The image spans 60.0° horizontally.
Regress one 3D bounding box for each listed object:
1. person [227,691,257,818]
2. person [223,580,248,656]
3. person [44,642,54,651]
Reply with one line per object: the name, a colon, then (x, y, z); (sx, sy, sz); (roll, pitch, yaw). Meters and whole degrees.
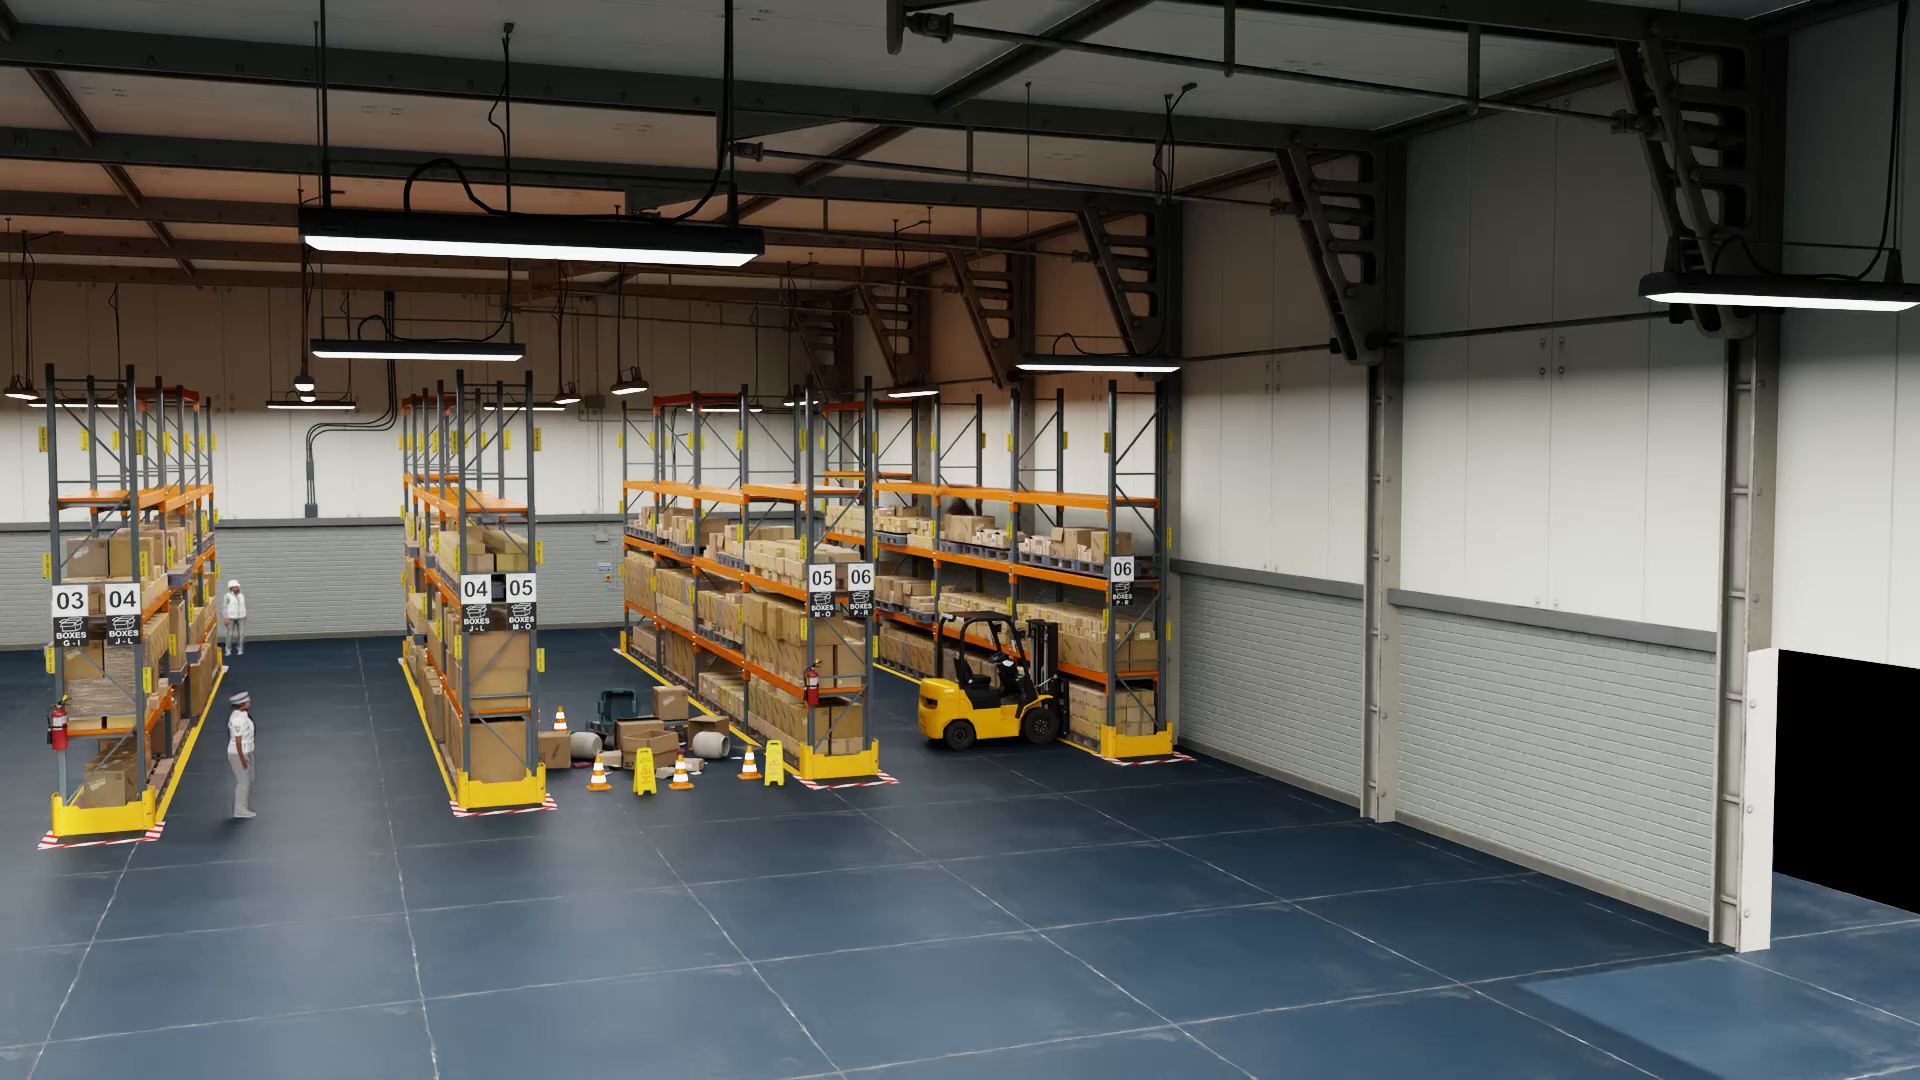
person: (-9.626, 2.885, 22.303); (0.388, 1.720, 0.553); (0, 3, -2)
person: (-17.052, 1.831, 39.107); (0.578, 1.788, 0.386); (-3, 4, -42)
person: (-20.648, 1.927, 38.251); (0.685, 1.655, 0.501); (0, 3, -1)
